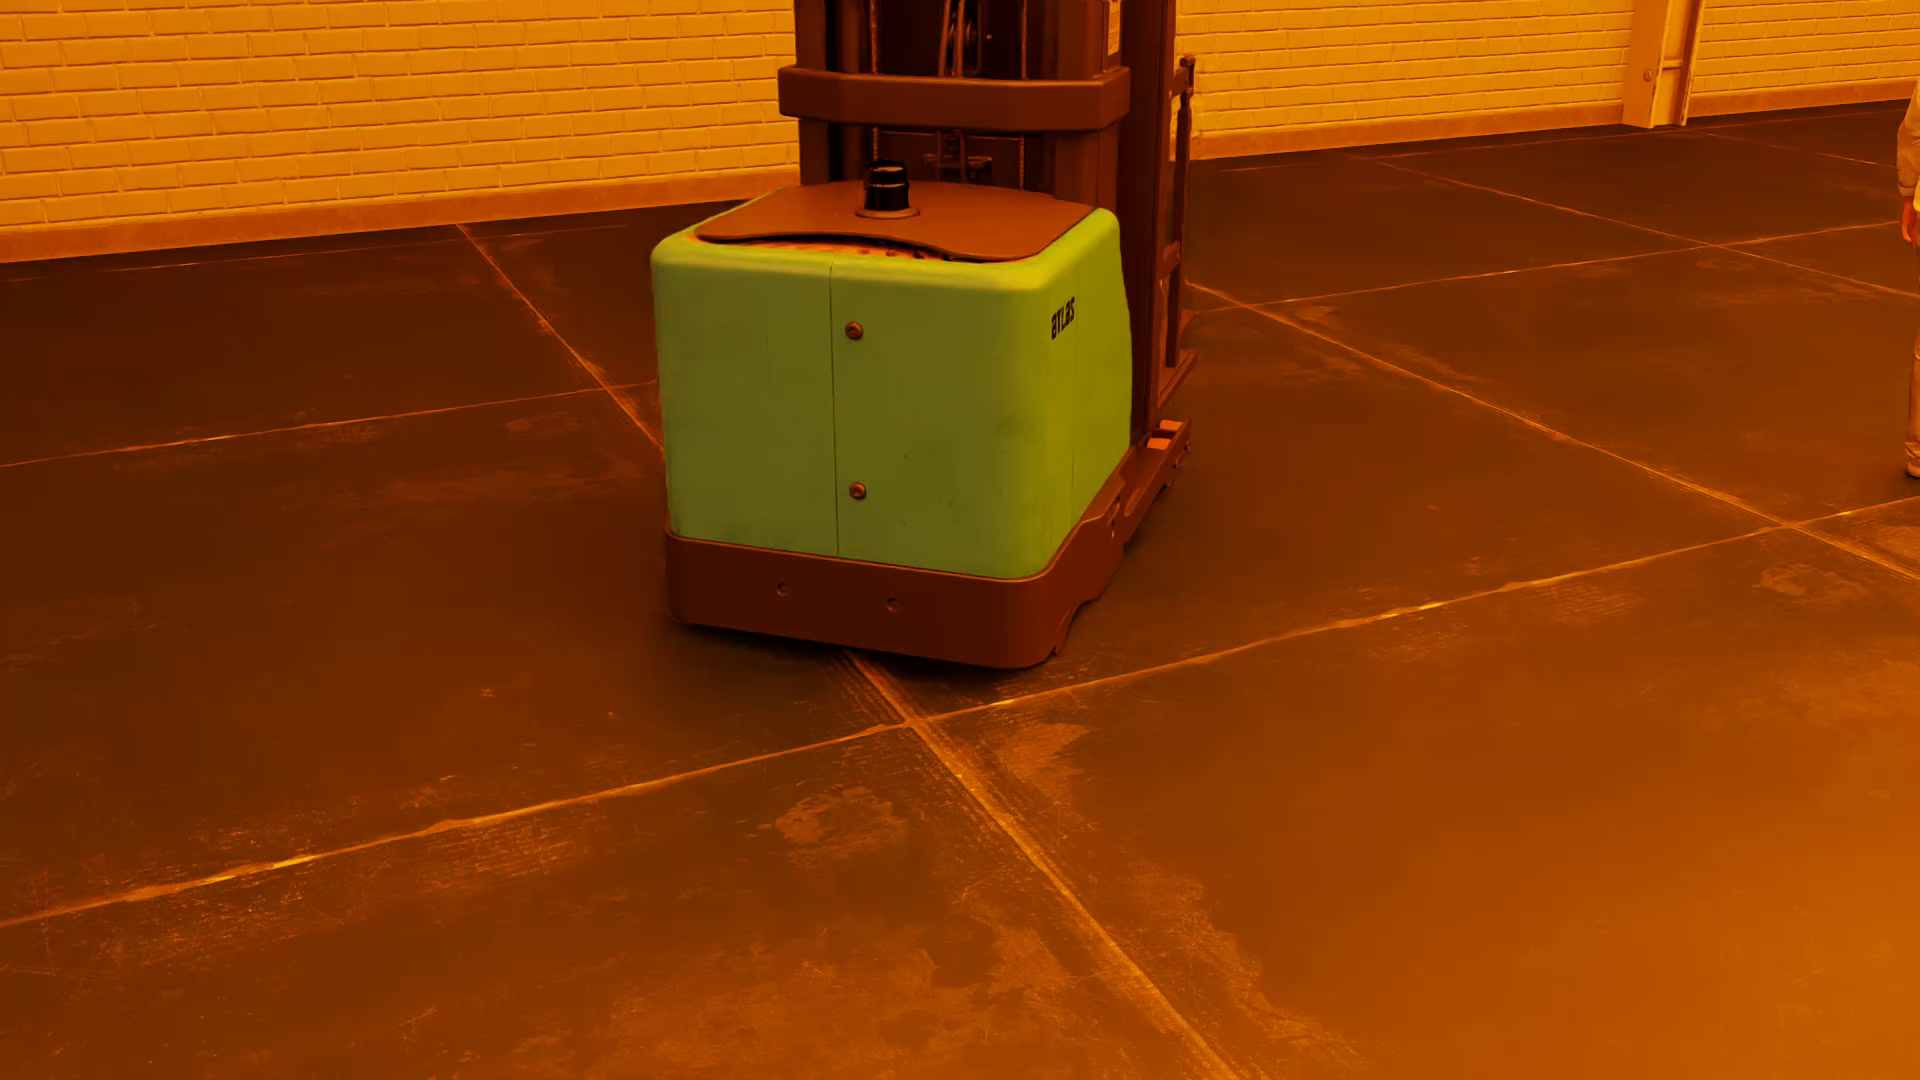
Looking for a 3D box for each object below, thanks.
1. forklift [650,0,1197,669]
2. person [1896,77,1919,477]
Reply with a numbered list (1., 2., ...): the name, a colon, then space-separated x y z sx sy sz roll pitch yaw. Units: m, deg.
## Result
1. forklift: 0.159 -1.569 5.062 1.130 2.935 3.031 7 24 17
2. person: 3.327 -1.047 5.296 0.569 1.773 0.632 -13 26 -29
